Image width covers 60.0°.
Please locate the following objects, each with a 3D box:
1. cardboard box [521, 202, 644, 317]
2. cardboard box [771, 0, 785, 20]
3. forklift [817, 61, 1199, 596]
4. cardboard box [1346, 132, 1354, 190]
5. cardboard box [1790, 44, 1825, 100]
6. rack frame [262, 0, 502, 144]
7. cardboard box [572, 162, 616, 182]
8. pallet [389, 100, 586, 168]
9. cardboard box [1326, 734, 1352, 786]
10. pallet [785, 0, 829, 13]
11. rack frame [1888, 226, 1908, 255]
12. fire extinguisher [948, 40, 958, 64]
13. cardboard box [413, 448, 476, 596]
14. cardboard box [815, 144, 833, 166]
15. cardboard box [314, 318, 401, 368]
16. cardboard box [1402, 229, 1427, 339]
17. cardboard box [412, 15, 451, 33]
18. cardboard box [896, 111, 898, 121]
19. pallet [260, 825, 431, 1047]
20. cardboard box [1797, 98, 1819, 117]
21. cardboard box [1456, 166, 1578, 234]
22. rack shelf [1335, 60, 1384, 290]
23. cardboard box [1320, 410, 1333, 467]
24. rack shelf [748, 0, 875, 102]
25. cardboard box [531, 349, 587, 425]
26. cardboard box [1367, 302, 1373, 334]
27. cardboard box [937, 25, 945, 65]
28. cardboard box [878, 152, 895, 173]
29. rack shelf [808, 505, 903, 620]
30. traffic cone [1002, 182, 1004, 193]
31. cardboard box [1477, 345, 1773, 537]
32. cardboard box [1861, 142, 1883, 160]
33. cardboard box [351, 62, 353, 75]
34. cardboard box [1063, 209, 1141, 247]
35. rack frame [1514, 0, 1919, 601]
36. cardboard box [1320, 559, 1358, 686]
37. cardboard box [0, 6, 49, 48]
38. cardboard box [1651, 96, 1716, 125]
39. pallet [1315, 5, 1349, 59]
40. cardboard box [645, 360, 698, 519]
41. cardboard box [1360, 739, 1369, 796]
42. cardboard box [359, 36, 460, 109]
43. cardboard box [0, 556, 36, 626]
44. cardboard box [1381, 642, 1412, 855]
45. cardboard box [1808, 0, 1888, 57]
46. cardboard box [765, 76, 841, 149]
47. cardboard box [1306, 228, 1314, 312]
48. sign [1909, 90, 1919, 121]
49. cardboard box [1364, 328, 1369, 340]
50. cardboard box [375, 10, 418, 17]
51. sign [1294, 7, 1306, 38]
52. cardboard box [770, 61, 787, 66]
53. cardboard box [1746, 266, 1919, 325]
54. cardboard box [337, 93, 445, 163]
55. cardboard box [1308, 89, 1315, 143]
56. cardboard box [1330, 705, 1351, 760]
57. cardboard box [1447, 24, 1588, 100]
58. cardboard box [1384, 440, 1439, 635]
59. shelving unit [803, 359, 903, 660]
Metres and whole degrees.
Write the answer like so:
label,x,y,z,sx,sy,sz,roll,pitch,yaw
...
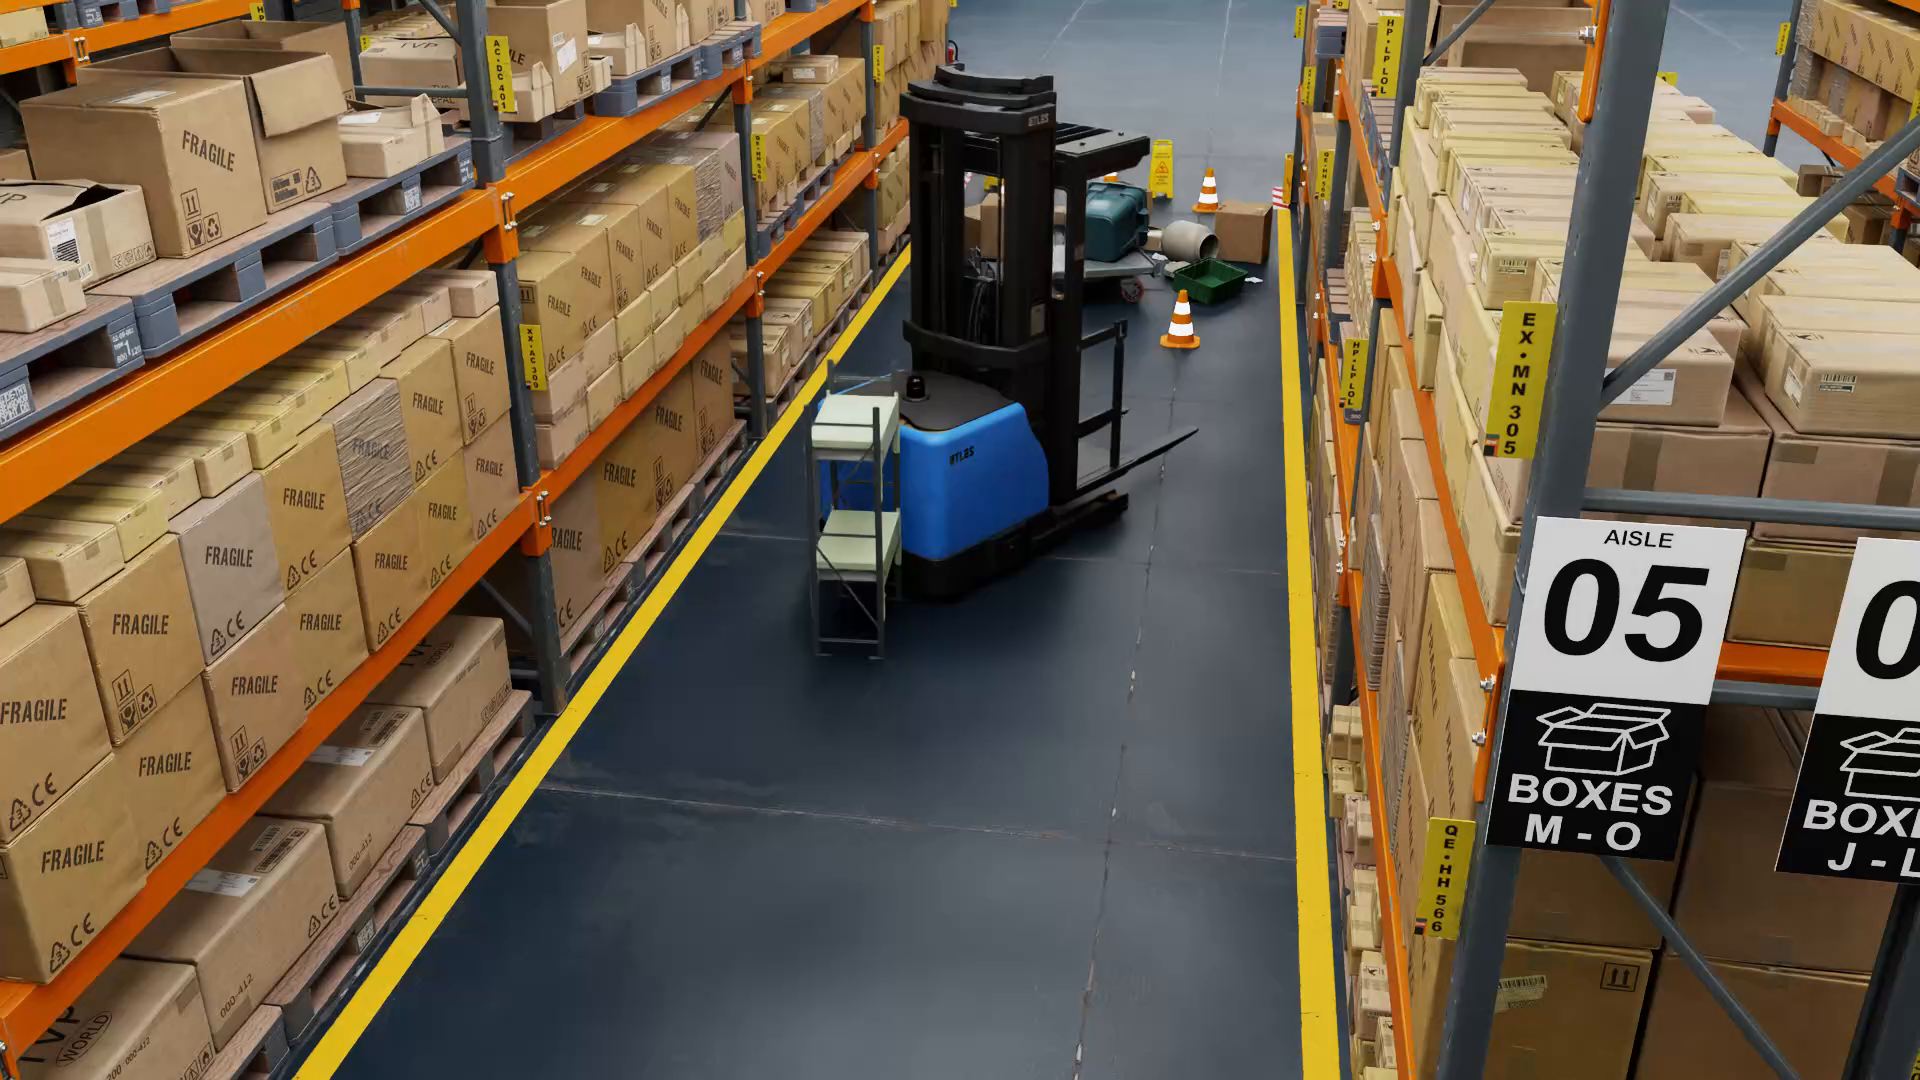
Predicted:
label,x,y,z,sx,sy,sz,roll,pitch,yaw
cardboard box,-2.096,-1.568,9.265,0.500,0.500,0.500,3,25,7
cardboard box,-1.717,-4.200,12.524,0.797,0.503,0.637,4,25,9
forklift,0.469,-1.538,10.577,1.130,2.935,3.031,20,32,37
cardboard box,3.126,-2.751,11.791,0.700,0.500,0.500,4,25,8
cardboard box,9.029,-4.766,16.925,0.875,0.500,0.500,4,25,9
rack frame,-2.592,-3.199,6.969,1.000,3.000,0.127,4,25,9
cardboard box,-2.431,-2.040,10.273,0.500,0.500,0.500,5,25,10
pallet,-2.491,-2.141,8.472,0.805,0.209,1.217,3,25,6
cardboard box,1.932,1.050,7.836,0.380,0.149,0.250,3,25,6
pallet,-1.657,-4.416,13.330,1.213,0.211,1.003,4,25,9
rack frame,8.492,-3.141,13.922,1.000,3.000,0.127,4,25,9
fire extinguisher,-0.157,-5.482,19.014,0.296,0.674,0.183,4,25,9
cardboard box,-2.494,-0.100,7.307,0.500,0.500,0.500,3,25,7
cardboard box,-1.277,-3.244,13.943,0.380,0.149,0.250,4,25,8
cardboard box,-2.553,-0.809,6.878,0.380,0.149,0.250,4,25,8
cardboard box,1.795,-0.870,5.709,0.500,0.250,0.500,5,26,11
cardboard box,-5.624,-5.510,17.750,0.380,0.149,0.250,4,25,9
cardboard box,-0.826,-4.261,16.610,0.380,0.149,0.250,4,25,8
pallet,-2.990,1.605,7.071,1.003,0.211,1.213,4,25,9
cardboard box,8.749,-4.391,16.889,0.380,0.149,0.250,4,25,9
cardboard box,1.692,-1.007,4.942,0.380,0.149,0.250,3,25,7
rack shelf,2.635,-2.050,8.902,1.077,0.370,4.000,4,25,9
cardboard box,2.434,-0.562,9.981,0.500,0.250,0.500,4,25,9
rack shelf,-1.611,-4.024,13.119,1.077,0.370,4.000,4,25,9
cardboard box,-2.242,-0.805,8.518,0.500,0.250,0.500,3,25,7
cardboard box,2.355,-1.141,8.749,0.380,0.149,0.250,3,25,7
cardboard box,-0.448,-5.435,18.353,0.500,0.500,0.500,4,25,8
cardboard box,-0.842,-3.682,16.177,0.380,0.149,0.250,4,25,9
rack shelf,-0.587,0.120,9.494,0.431,0.370,0.720,2,25,5
traffic cone,0.572,-4.082,18.926,0.336,0.463,0.334,4,25,9
cardboard box,1.479,-0.235,3.764,0.500,0.250,0.500,3,25,7
cardboard box,8.319,-3.454,14.888,0.380,0.149,0.250,4,25,9
cardboard box,-5.871,-4.624,16.208,0.380,0.149,0.250,4,25,8
cardboard box,1.435,-3.130,16.683,0.797,0.637,0.503,4,25,9
rack frame,1.654,-1.225,2.753,1.000,3.000,0.127,4,25,9
cardboard box,2.180,0.434,8.738,0.500,0.500,0.500,4,25,8
cardboard box,-6.680,-3.556,11.448,0.500,0.250,0.500,3,25,7
cardboard box,2.495,-1.513,6.022,0.380,0.149,0.250,4,25,8
pallet,3.015,-3.400,11.160,1.213,0.211,1.003,5,26,11
cardboard box,-2.283,-0.727,10.775,0.875,0.875,0.875,4,25,9
cardboard box,1.951,1.000,7.240,0.380,0.149,0.250,4,25,8
cardboard box,-2.655,-2.373,8.354,0.500,0.311,0.500,4,25,9
cardboard box,-2.942,0.155,4.817,0.380,0.149,0.250,5,25,10
cardboard box,1.636,0.678,5.294,0.500,0.500,0.500,4,25,9
cardboard box,8.699,-5.027,16.303,0.500,0.500,0.500,4,25,9
cardboard box,-1.304,-3.566,13.866,0.500,0.500,0.500,5,26,10
cardboard box,3.603,-2.432,14.567,1.050,0.750,0.750,4,25,8
sign,7.956,-3.568,13.812,0.100,0.325,0.005,4,25,9
cardboard box,2.348,-1.010,8.819,0.380,0.149,0.250,3,25,6
cardboard box,-6.113,-5.655,18.060,0.380,0.149,0.250,3,25,7
sign,3.723,-5.669,18.208,0.100,0.325,0.005,4,25,9
cardboard box,-1.644,-4.022,14.839,0.500,0.500,0.500,5,25,10
cardboard box,2.108,-0.539,3.943,0.380,0.149,0.250,4,25,8
cardboard box,-2.381,-1.726,6.905,0.396,0.266,0.258,5,26,10
cardboard box,3.732,-3.982,15.541,0.875,0.550,0.550,4,25,9
cardboard box,1.933,0.915,7.774,0.380,0.149,0.250,5,26,11
cardboard box,2.478,-1.926,7.175,0.700,0.500,0.500,4,25,9
cardboard box,1.726,-0.001,5.566,0.500,0.500,0.500,3,25,7
shelving unit,-0.587,-0.176,9.356,0.431,1.500,0.755,2,25,5
